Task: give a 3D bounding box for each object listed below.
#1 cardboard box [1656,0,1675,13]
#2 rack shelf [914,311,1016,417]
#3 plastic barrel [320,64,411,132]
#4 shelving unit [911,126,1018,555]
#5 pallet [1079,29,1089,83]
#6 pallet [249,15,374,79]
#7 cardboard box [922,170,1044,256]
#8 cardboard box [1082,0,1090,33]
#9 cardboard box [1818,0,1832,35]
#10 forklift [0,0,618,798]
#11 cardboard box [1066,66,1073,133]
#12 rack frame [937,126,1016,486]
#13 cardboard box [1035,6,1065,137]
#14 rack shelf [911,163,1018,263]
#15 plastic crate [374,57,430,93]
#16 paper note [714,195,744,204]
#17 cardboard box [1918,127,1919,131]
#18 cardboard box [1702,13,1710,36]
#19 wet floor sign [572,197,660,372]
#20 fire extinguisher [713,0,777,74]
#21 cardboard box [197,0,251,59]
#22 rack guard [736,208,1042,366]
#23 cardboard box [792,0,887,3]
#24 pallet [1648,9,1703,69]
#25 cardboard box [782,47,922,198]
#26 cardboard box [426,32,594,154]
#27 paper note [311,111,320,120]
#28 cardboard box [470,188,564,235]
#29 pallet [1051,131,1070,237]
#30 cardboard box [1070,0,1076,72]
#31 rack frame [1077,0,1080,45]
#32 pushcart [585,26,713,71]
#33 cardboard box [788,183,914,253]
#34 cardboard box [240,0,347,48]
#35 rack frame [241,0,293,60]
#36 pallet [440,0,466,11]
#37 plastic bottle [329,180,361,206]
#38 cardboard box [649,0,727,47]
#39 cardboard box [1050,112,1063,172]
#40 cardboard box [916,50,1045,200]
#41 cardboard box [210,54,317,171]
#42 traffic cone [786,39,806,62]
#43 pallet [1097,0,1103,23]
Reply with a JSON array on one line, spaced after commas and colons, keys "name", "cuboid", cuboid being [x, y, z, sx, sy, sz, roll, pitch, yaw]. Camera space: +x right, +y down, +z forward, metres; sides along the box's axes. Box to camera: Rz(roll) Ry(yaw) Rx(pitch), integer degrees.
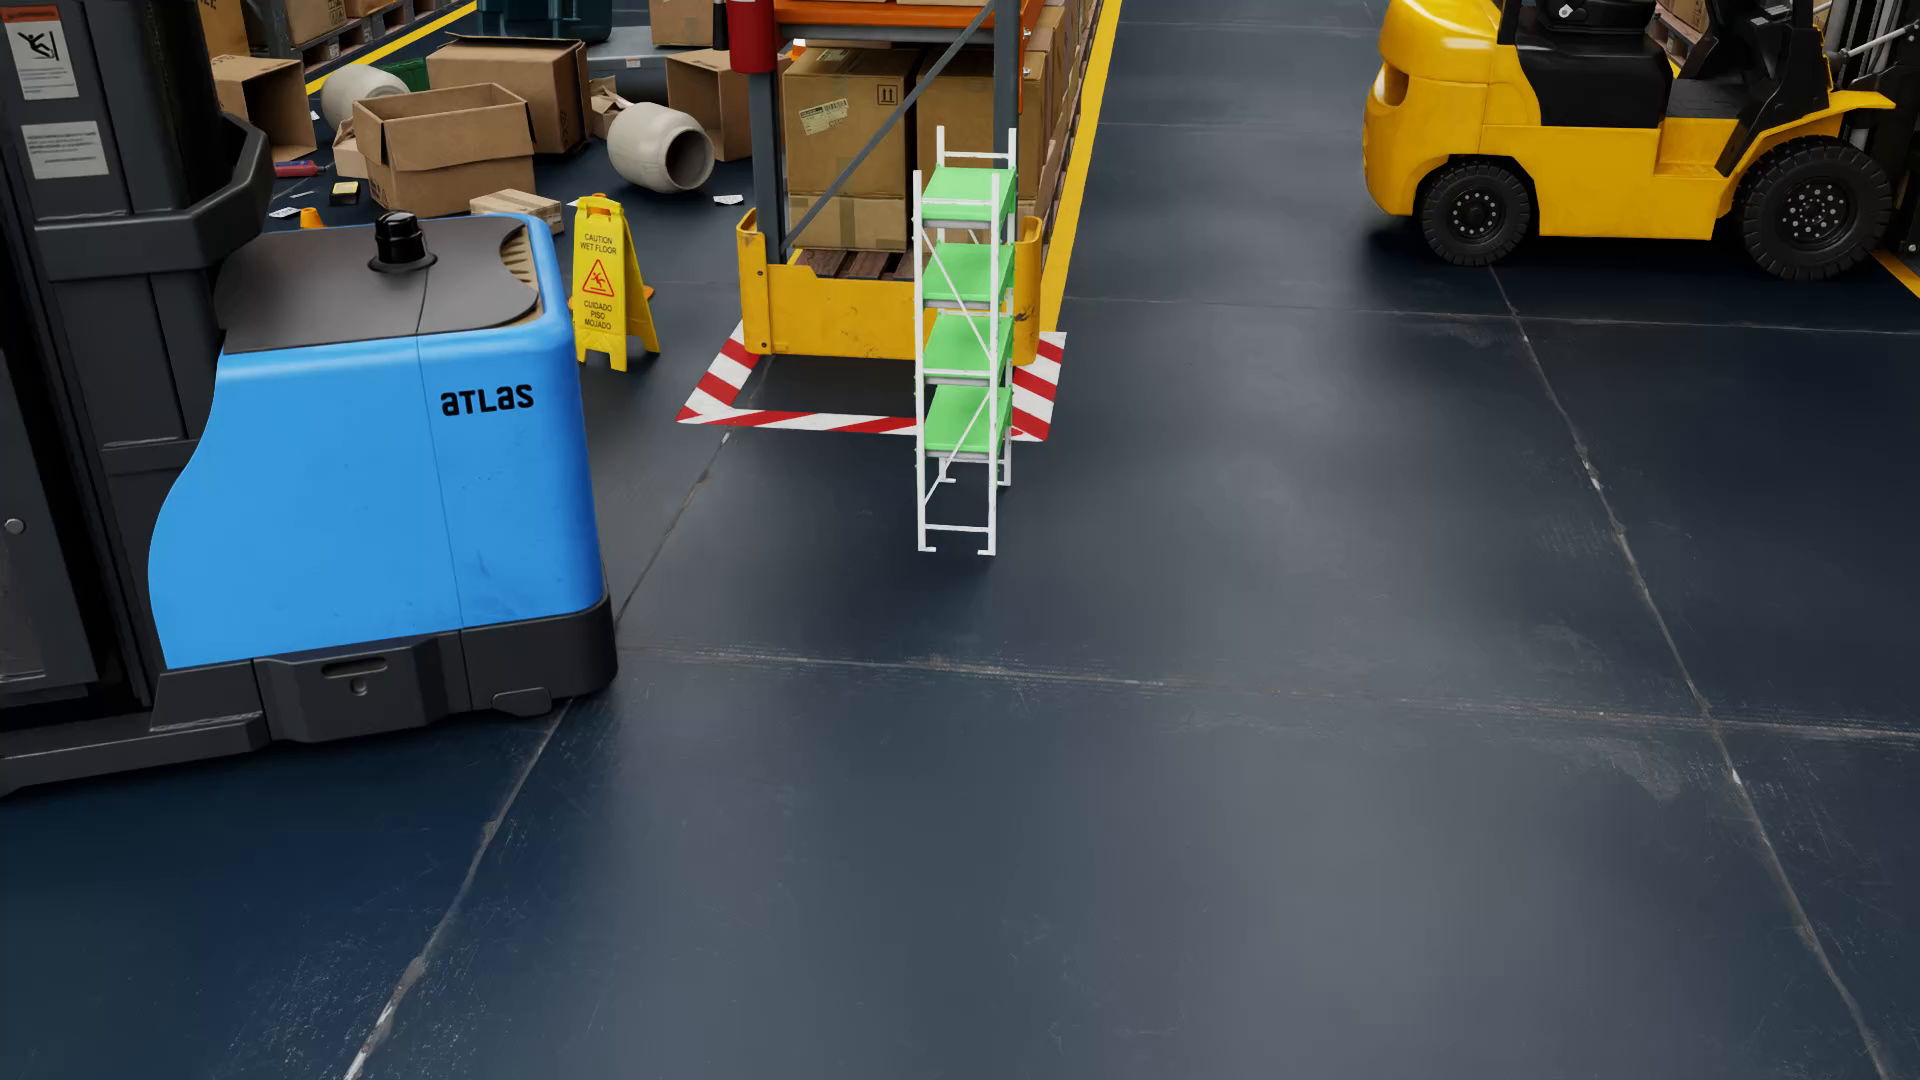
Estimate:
[{"name": "cardboard box", "cuboid": [5.463, -4.095, 11.749, 0.875, 0.625, 0.625, 4, 29, 8]}, {"name": "rack shelf", "cuboid": [0.020, -0.550, 5.140, 0.258, 0.148, 0.480, 3, 28, 6]}, {"name": "plastic barrel", "cuboid": [-3.333, -2.443, 9.338, 0.421, 0.421, 0.512, -24, 36, -37]}, {"name": "shelving unit", "cuboid": [0.020, -0.606, 5.110, 0.258, 1.200, 0.503, 3, 28, 6]}, {"name": "pallet", "cuboid": [0.302, -3.099, 10.779, 1.003, 0.211, 1.213, 3, 28, 6]}, {"name": "pallet", "cuboid": [-4.697, -3.340, 11.227, 1.003, 0.211, 1.213, 3, 28, 6]}, {"name": "cardboard box", "cuboid": [0.091, -1.415, 7.170, 0.500, 0.250, 0.500, 3, 28, 6]}, {"name": "cardboard box", "cuboid": [0.355, -3.573, 11.048, 0.950, 0.372, 0.625, 5, 29, 9]}, {"name": "cardboard box", "cuboid": [4.692, -2.638, 8.386, 0.500, 0.250, 0.500, 3, 28, 6]}, {"name": "forklift", "cuboid": [-2.489, -0.877, 3.787, 3.031, 2.935, 1.130, -8, 29, -14]}, {"name": "cardboard box", "cuboid": [0.347, -2.389, 8.978, 0.500, 0.250, 0.500, 3, 28, 5]}, {"name": "rack frame", "cuboid": [0.050, -0.721, 5.323, 0.240, 1.200, 0.015, 3, 28, 6]}, {"name": "cardboard box", "cuboid": [0.223, -2.238, 7.908, 0.500, 0.500, 0.500, 4, 29, 7]}, {"name": "rack shelf", "cuboid": [0.020, -0.972, 4.913, 0.258, 0.148, 0.480, 3, 28, 6]}, {"name": "plastic crate", "cuboid": [-3.438, -2.829, 10.243, 0.450, 0.188, 0.662, 9, 28, 37]}, {"name": "paper note", "cuboid": [-1.174, -1.735, 8.438, 0.142, 0.019, 0.148, -6, 29, -11]}, {"name": "cardboard box", "cuboid": [4.509, -1.712, 7.194, 0.500, 0.250, 0.500, 3, 28, 5]}, {"name": "cardboard box", "cuboid": [5.290, -3.424, 10.503, 0.875, 0.625, 0.625, 3, 28, 6]}, {"name": "wet floor sign", "cuboid": [-1.367, -1.013, 6.450, 0.267, 0.644, 0.232, 14, 31, 24]}, {"name": "fire extinguisher", "cuboid": [-0.753, -2.016, 5.911, 0.296, 0.674, 0.183, 3, 28, 6]}, {"name": "cardboard box", "cuboid": [-4.863, -3.157, 9.746, 0.875, 0.875, 0.875, 4, 29, 7]}, {"name": "rack guard", "cuboid": [-0.273, -1.012, 6.602, 1.175, 0.500, 0.348, 3, 28, 6]}, {"name": "cardboard box", "cuboid": [-0.448, -2.155, 6.352, 0.380, 0.149, 0.250, 4, 29, 8]}, {"name": "pallet", "cuboid": [5.334, -3.370, 11.284, 1.003, 0.211, 1.213, 3, 28, 6]}, {"name": "cardboard box", "cuboid": [-0.443, -1.774, 7.045, 0.500, 0.500, 0.500, 4, 29, 7]}, {"name": "cardboard box", "cuboid": [-2.473, -2.452, 9.128, 0.797, 0.637, 0.503, 3, 28, 6]}, {"name": "paper note", "cuboid": [-3.901, -2.524, 9.902, 0.147, 0.020, 0.142, -17, 33, -29]}, {"name": "cardboard box", "cuboid": [-2.126, -1.556, 7.981, 0.380, 0.149, 0.250, 20, 34, 32]}, {"name": "pallet", "cuboid": [0.014, -1.838, 8.439, 1.003, 0.211, 1.213, 3, 28, 6]}, {"name": "cardboard box", "cuboid": [0.342, -2.731, 8.822, 0.500, 0.500, 0.500, 4, 29, 7]}, {"name": "rack frame", "cuboid": [0.208, -3.960, 9.438, 1.000, 3.000, 0.127, 3, 28, 6]}, {"name": "pushcart", "cuboid": [-2.061, -2.914, 10.262, 1.648, 0.377, 0.936, -6, 29, -11]}, {"name": "cardboard box", "cuboid": [-0.447, -1.459, 7.251, 0.500, 0.250, 0.500, 3, 28, 6]}, {"name": "cardboard box", "cuboid": [-4.730, -3.692, 10.869, 1.050, 0.750, 0.750, 3, 28, 6]}, {"name": "rack frame", "cuboid": [-4.717, -4.200, 9.883, 1.000, 3.000, 0.127, 3, 28, 6]}, {"name": "pallet", "cuboid": [-4.398, -4.488, 13.359, 1.003, 0.211, 1.213, 3, 28, 6]}, {"name": "plastic bottle", "cuboid": [-3.135, -1.779, 8.487, 0.133, 0.061, 0.283, -6, 29, -11]}, {"name": "cardboard box", "cuboid": [-1.562, -3.282, 10.017, 0.500, 0.500, 0.500, 3, 28, 6]}, {"name": "cardboard box", "cuboid": [0.216, -1.912, 8.093, 0.500, 0.250, 0.500, 5, 29, 10]}, {"name": "cardboard box", "cuboid": [0.094, -1.756, 7.013, 0.500, 0.500, 0.500, 2, 28, 4]}, {"name": "cardboard box", "cuboid": [-3.889, -2.310, 9.008, 0.500, 0.500, 0.500, 8, 29, 15]}, {"name": "traffic cone", "cuboid": [-1.029, -3.508, 11.274, 0.336, 0.463, 0.334, 3, 28, 6]}, {"name": "pallet", "cuboid": [0.601, -4.247, 12.911, 1.003, 0.211, 1.213, 3, 28, 6]}]
